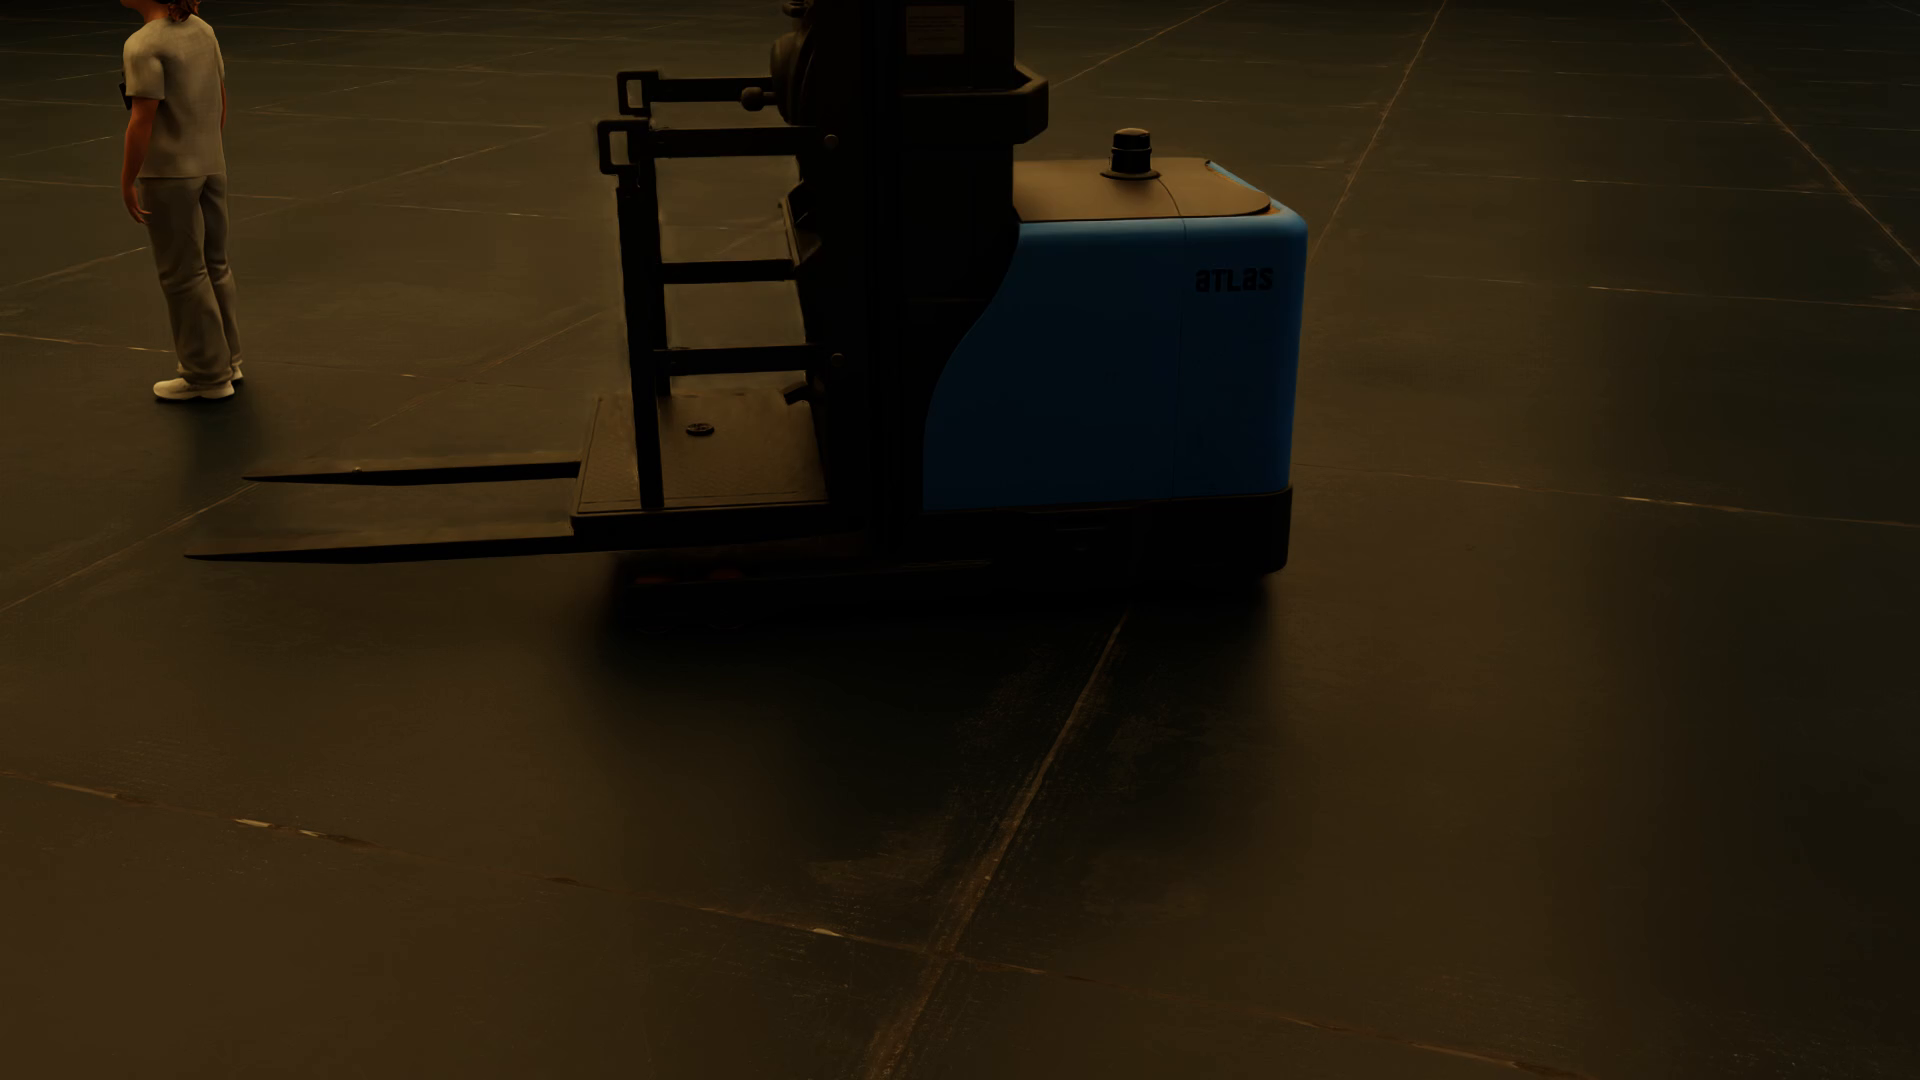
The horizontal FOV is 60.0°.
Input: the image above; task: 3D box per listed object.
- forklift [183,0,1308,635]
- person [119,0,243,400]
[{"bbox_3d":[-0.621,-1.314,4.461,3.031,2.935,1.130,-3,23,-7],"label":"forklift"},{"bbox_3d":[-2.940,-1.339,6.157,0.539,1.678,0.538,5,23,11],"label":"person"}]
